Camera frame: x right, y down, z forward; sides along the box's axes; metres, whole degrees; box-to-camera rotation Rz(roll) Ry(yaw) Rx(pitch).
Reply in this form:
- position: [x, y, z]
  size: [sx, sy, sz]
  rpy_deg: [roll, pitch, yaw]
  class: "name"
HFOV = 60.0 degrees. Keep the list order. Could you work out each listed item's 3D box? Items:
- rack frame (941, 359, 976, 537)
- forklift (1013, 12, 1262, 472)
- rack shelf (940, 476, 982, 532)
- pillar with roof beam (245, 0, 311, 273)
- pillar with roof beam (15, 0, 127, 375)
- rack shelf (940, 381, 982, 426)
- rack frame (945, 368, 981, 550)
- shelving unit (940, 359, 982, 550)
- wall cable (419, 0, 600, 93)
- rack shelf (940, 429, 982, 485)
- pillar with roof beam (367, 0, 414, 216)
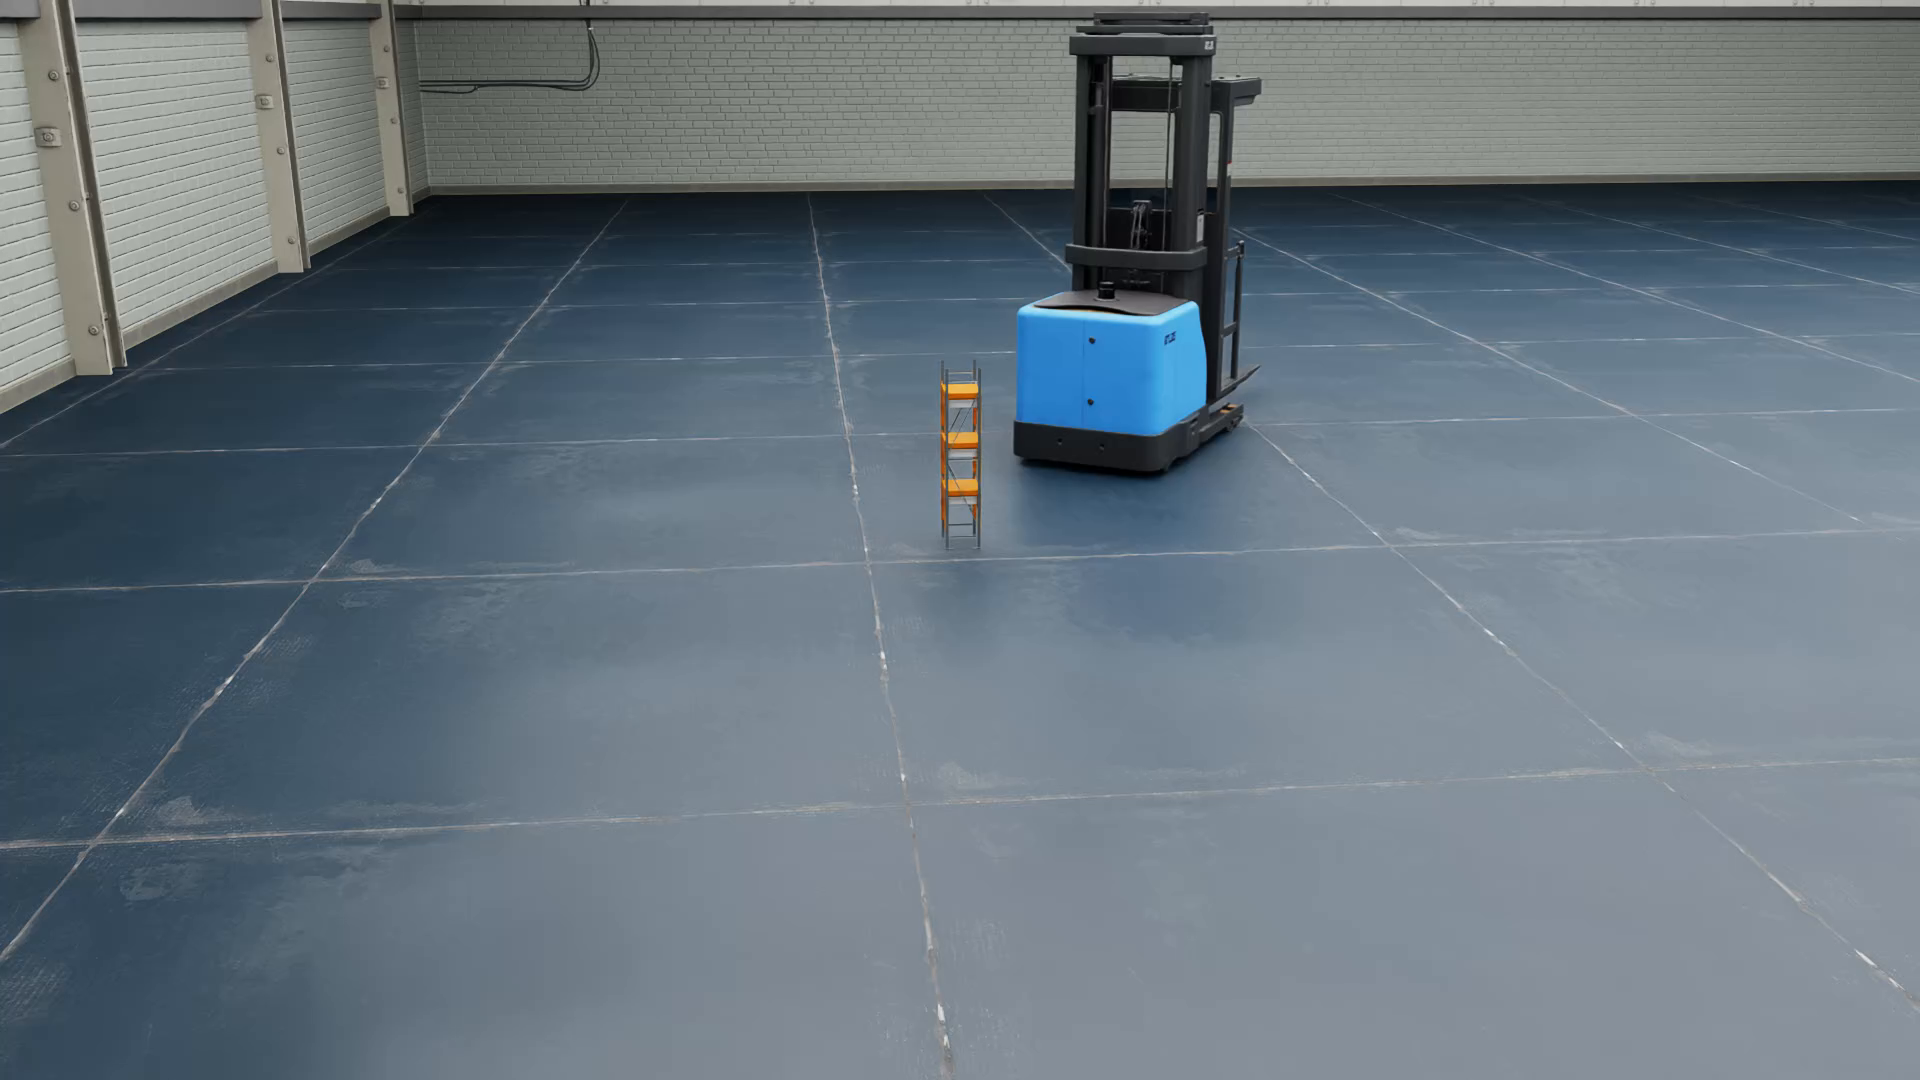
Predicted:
- position: [-0.007, -0.521, 9.585]
  size: [0.200, 1.050, 0.008]
  rpy_deg: [-2, 18, -6]
  class: "rack frame"
- position: [1.462, -2.242, 11.924]
  size: [1.130, 2.935, 3.031]
  rpy_deg: [8, 19, 25]
  class: "forklift"
- position: [0.006, -0.210, 9.555]
  size: [0.215, 0.259, 0.240]
  rpy_deg: [-2, 18, -6]
  class: "rack shelf"
- position: [-3.748, -7.677, 19.106]
  size: [9.100, 9.000, 0.400]
  rpy_deg: [-2, 18, -6]
  class: "pillar with roof beam"
- position: [-3.129, -5.889, 13.412]
  size: [9.100, 9.000, 0.400]
  rpy_deg: [-2, 18, -6]
  class: "pillar with roof beam"
- position: [0.006, -0.746, 9.387]
  size: [0.215, 0.259, 0.240]
  rpy_deg: [-2, 18, -6]
  class: "rack shelf"
- position: [0.018, -0.449, 9.353]
  size: [0.200, 1.050, 0.008]
  rpy_deg: [-2, 18, -6]
  class: "rack frame"
- position: [0.006, -0.485, 9.469]
  size: [0.215, 1.050, 0.252]
  rpy_deg: [-2, 18, -6]
  class: "shelving unit"
- position: [-7.638, -8.768, 27.767]
  size: [3.097, 2.526, 0.112]
  rpy_deg: [-2, 18, -6]
  class: "wall cable"
- position: [0.006, -0.475, 9.472]
  size: [0.215, 0.259, 0.240]
  rpy_deg: [-2, 18, -6]
  class: "rack shelf"
- position: [-4.367, -9.464, 24.800]
  size: [9.100, 9.000, 0.400]
  rpy_deg: [-2, 18, -6]
  class: "pillar with roof beam"
